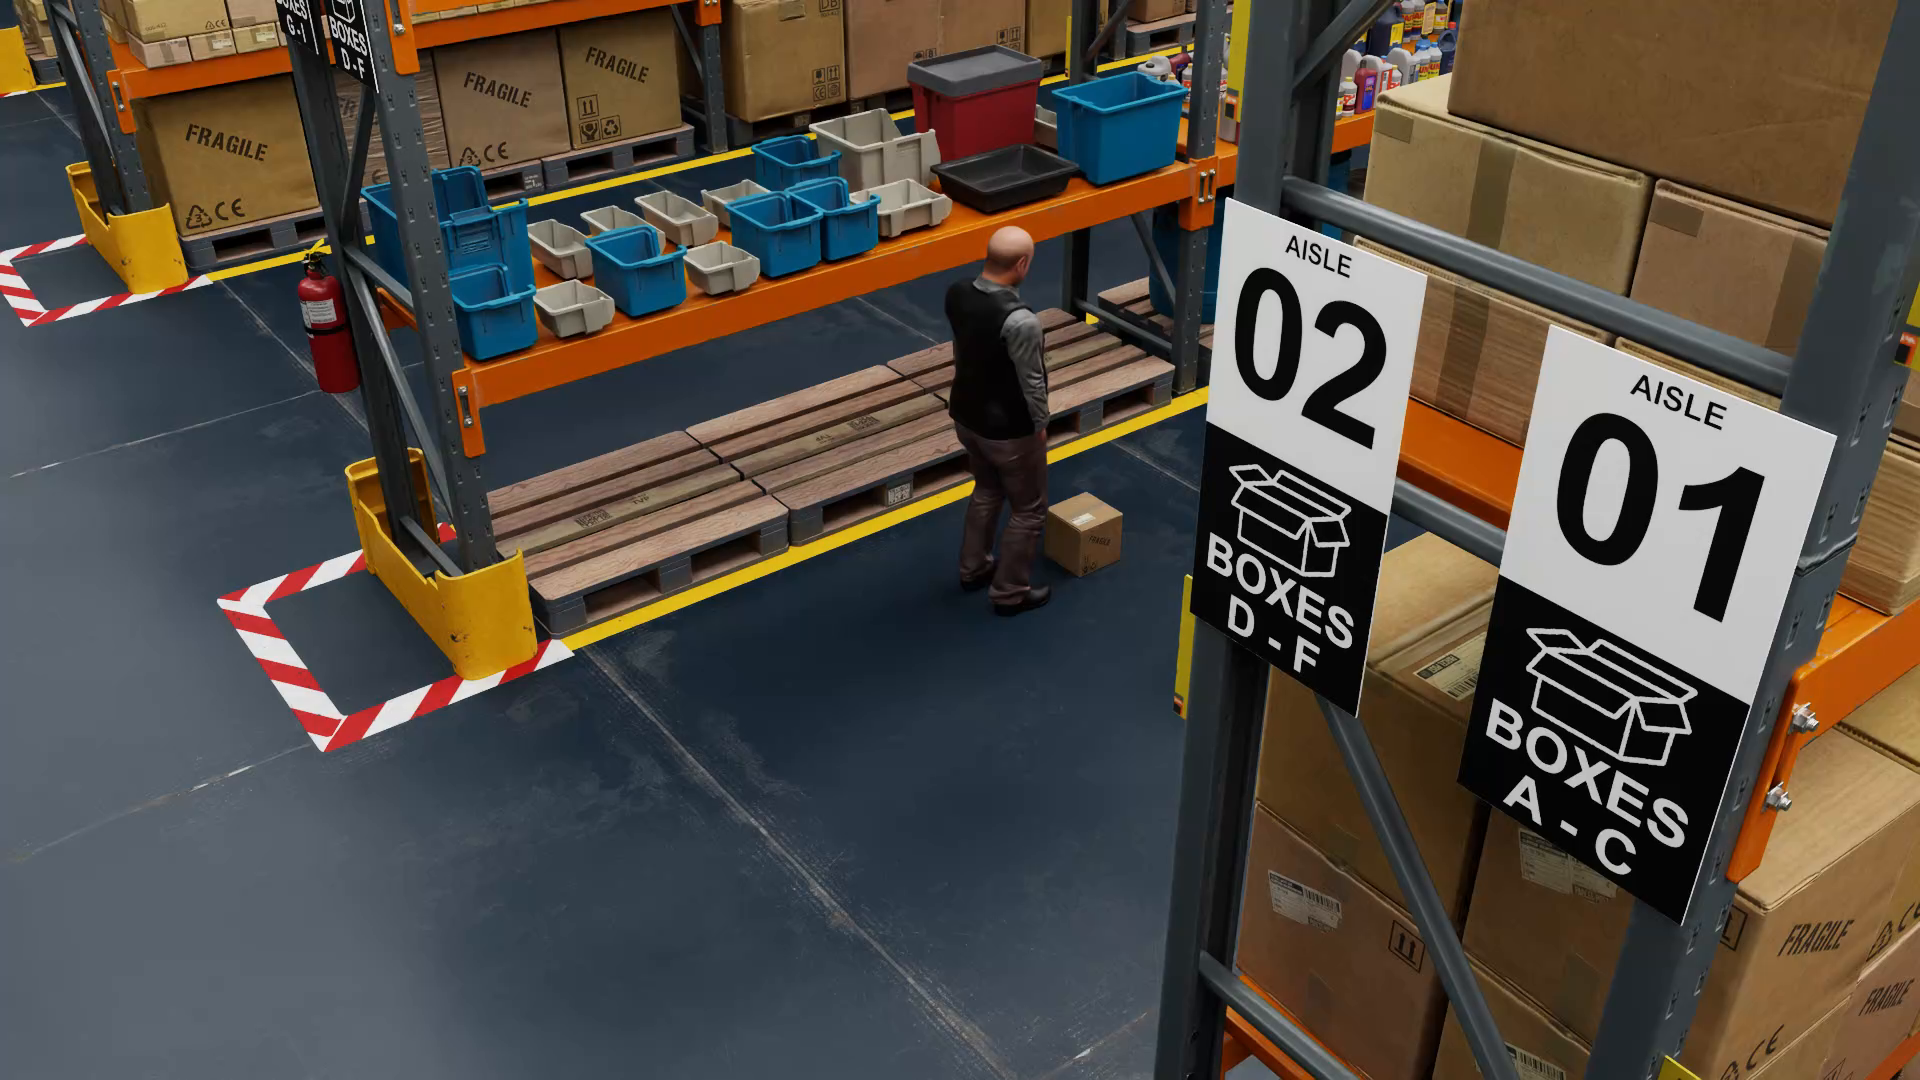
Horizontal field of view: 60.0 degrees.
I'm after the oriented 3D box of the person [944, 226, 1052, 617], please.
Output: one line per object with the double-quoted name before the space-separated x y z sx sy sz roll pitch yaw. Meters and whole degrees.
"person" 0.159 -0.492 6.977 0.372 1.704 0.543 -21 38 -30
